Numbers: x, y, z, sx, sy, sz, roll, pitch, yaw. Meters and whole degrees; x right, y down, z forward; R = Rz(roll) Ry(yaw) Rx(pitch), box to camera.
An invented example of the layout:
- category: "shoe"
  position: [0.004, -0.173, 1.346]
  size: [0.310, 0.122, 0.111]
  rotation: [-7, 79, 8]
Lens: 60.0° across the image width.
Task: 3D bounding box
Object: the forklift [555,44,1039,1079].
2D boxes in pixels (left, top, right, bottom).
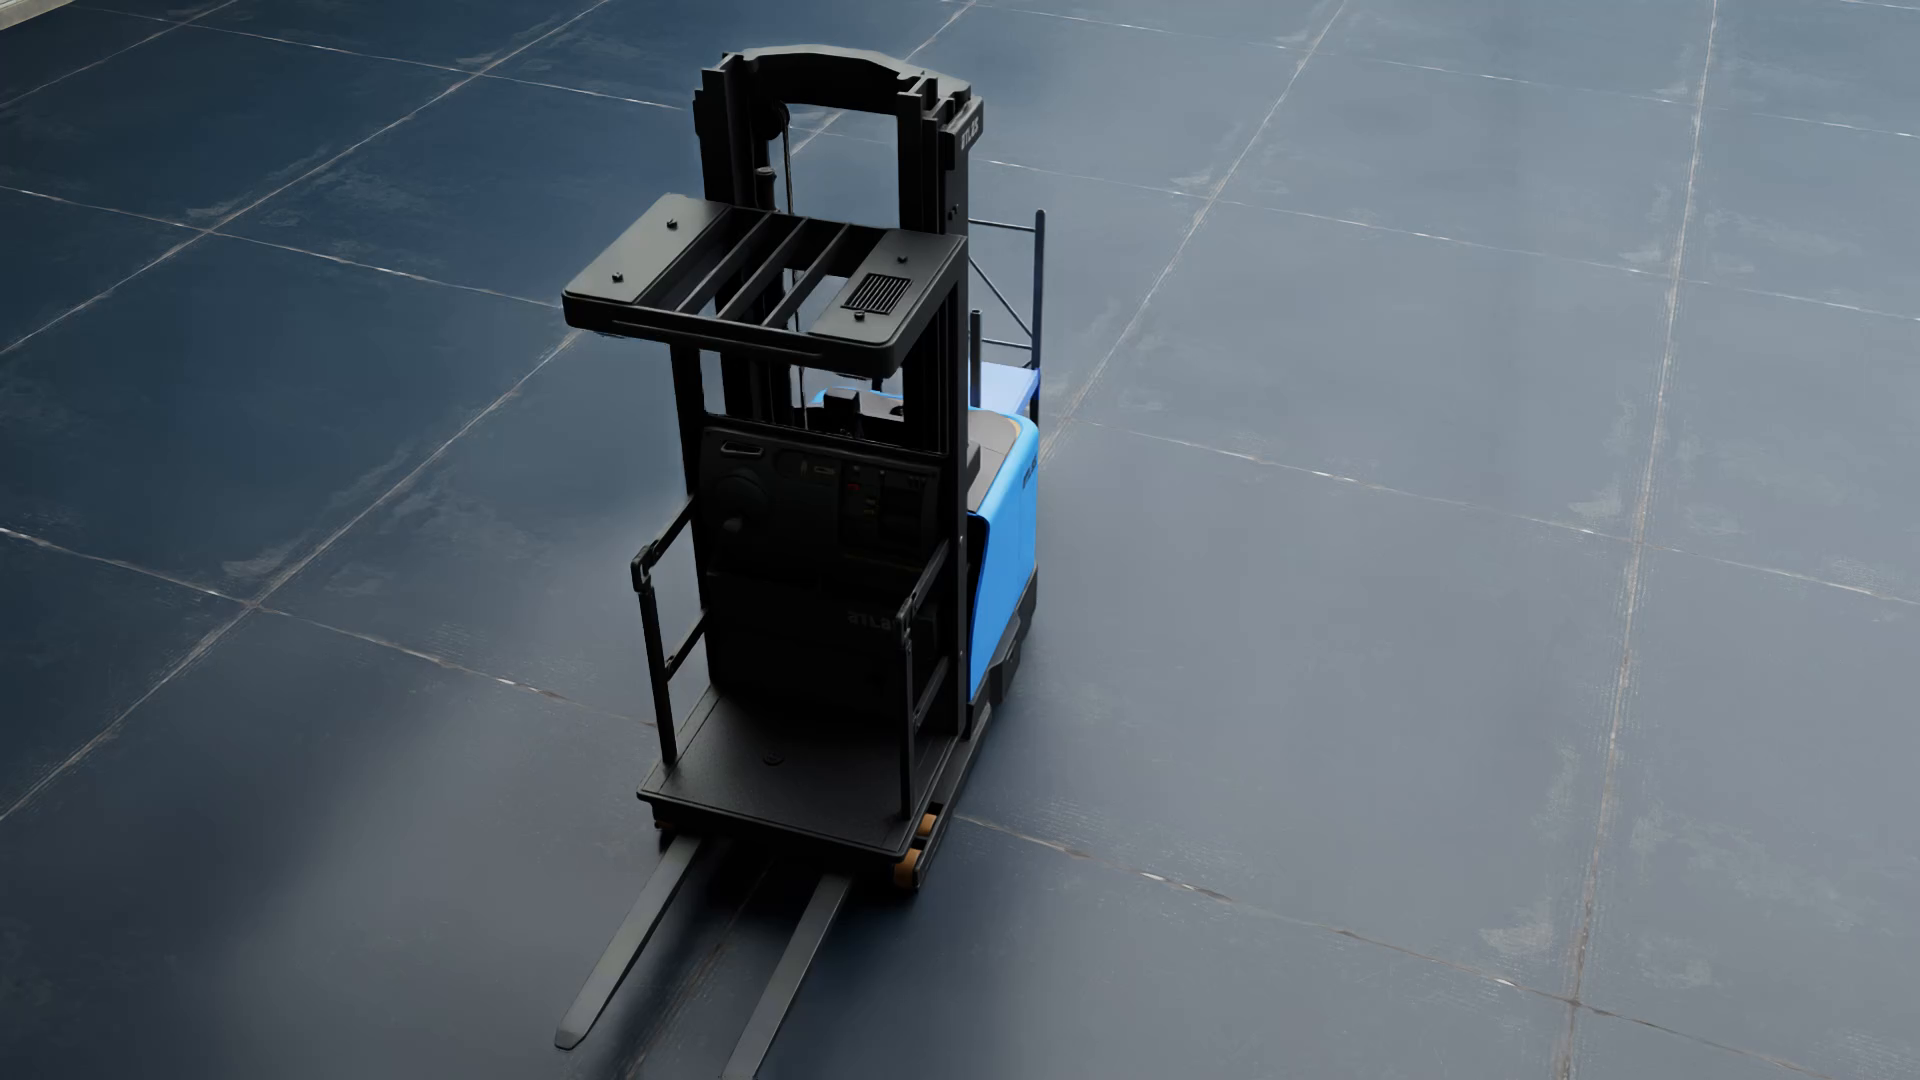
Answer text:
- category: "forklift"
  position: [-0.584, -0.093, 5.927]
  size: [1.130, 2.935, 3.031]
  rotation: [11, 38, 14]

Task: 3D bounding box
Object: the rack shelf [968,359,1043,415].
- category: "rack shelf"
  position: [0.007, -0.554, 8.039]
  size: [0.538, 0.185, 1.000]
  rotation: [11, 38, 14]

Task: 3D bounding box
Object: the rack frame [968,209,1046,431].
- category: "rack frame"
  position: [0.163, -0.987, 8.318]
  size: [0.500, 1.500, 0.032]
  rotation: [11, 38, 14]

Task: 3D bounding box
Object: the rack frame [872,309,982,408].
- category: "rack frame"
  position: [-0.150, -0.408, 7.543]
  size: [0.500, 1.500, 0.032]
  rotation: [11, 38, 14]

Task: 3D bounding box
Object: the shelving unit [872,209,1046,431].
- category: "shelving unit"
  position: [0.007, -0.698, 7.931]
  size: [0.538, 1.500, 1.048]
  rotation: [11, 38, 14]
